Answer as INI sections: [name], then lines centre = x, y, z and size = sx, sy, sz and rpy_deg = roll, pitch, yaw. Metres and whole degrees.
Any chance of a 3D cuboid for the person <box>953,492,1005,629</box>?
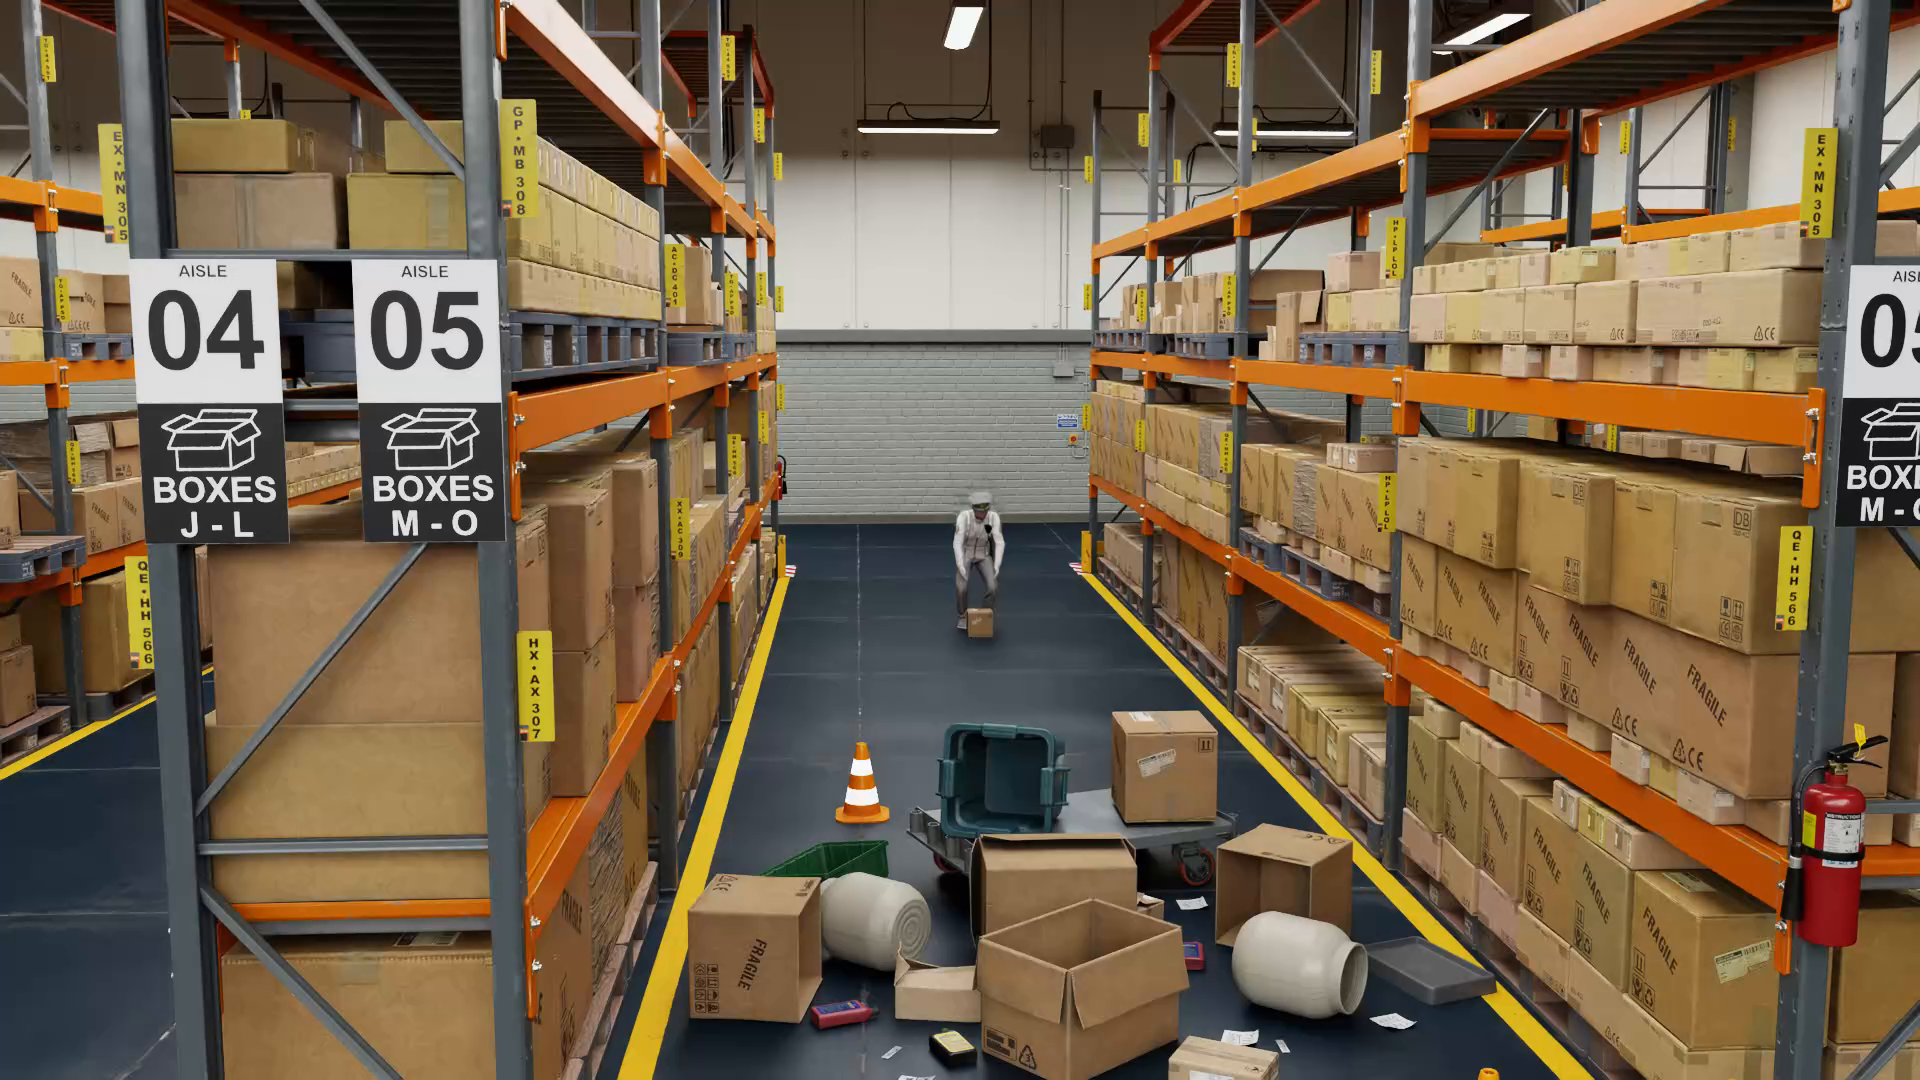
[person]
centre = 0.193, 0.205, 17.080
size = 0.534, 1.429, 0.674
rpy_deg = 0, 7, -3
